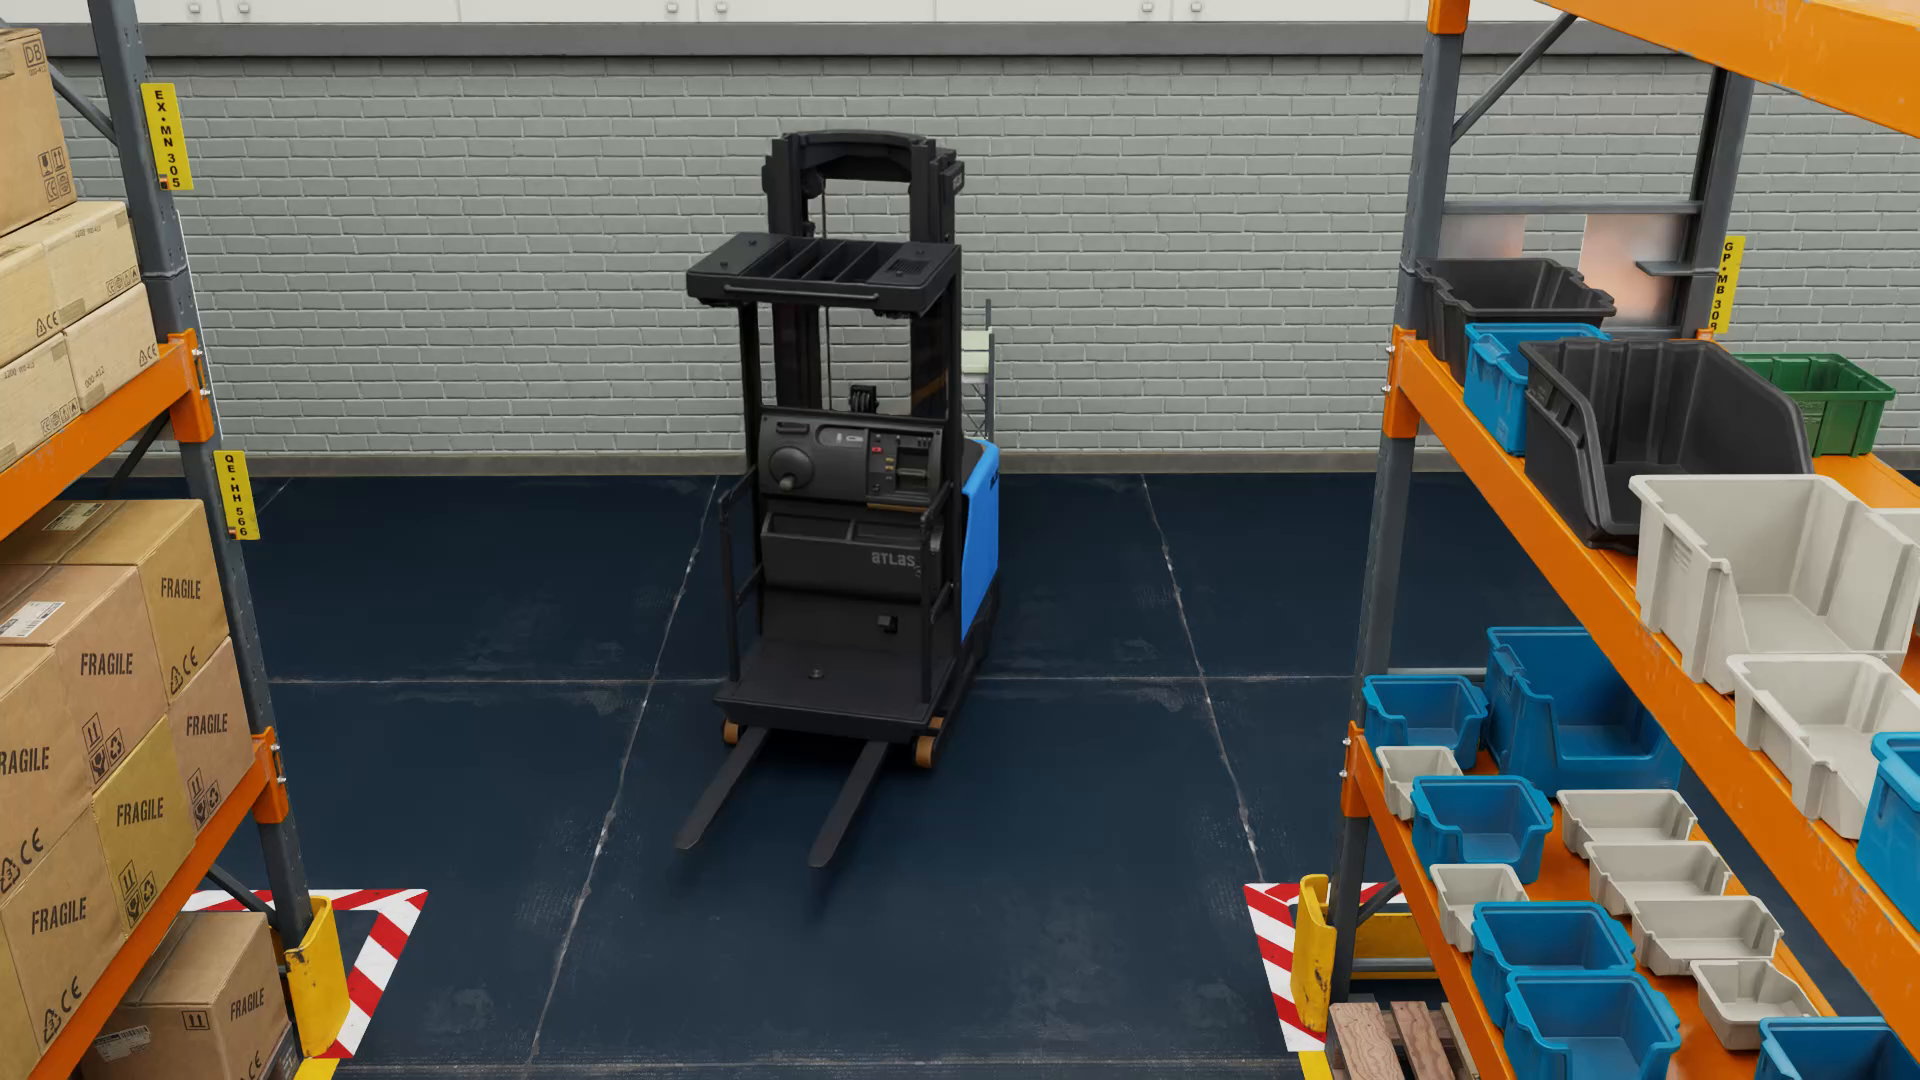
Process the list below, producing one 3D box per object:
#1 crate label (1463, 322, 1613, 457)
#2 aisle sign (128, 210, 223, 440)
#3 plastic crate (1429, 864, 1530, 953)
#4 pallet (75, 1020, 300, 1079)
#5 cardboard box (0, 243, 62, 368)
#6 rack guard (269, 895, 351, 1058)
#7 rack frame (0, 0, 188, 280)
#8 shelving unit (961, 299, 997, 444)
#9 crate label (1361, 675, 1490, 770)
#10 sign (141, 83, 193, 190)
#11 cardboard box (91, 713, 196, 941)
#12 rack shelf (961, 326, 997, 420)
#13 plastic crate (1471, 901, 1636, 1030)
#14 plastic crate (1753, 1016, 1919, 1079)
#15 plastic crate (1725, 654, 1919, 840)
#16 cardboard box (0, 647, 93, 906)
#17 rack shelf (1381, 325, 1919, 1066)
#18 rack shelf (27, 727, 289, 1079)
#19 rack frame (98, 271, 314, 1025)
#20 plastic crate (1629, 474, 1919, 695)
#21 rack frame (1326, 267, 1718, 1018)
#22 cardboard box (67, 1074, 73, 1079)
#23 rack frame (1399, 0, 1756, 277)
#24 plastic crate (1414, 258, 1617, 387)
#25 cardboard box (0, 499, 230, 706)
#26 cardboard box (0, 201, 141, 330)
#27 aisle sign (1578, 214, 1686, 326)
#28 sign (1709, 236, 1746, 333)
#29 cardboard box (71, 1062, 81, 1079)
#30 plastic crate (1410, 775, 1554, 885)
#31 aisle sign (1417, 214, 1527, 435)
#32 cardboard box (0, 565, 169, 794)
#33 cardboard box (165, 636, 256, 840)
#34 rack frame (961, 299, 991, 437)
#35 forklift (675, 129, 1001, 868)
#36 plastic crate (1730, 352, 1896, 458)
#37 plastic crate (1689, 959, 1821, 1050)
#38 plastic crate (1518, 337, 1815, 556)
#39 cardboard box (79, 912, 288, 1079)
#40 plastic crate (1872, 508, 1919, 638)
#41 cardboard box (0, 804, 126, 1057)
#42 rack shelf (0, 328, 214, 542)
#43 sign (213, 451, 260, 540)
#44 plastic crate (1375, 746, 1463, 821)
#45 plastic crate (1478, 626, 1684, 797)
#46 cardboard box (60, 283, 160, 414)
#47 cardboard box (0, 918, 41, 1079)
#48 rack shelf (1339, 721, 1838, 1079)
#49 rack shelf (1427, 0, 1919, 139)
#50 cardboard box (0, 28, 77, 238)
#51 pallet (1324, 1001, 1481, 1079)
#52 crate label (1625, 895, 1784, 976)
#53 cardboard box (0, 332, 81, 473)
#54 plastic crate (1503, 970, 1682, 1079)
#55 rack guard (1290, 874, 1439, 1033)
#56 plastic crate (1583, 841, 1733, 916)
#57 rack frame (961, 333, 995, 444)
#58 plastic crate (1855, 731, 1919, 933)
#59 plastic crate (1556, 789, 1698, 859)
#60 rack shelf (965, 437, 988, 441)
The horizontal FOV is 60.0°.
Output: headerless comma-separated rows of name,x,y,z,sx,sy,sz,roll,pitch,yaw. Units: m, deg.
crate label,1.626,-0.423,4.585,0.408,0.251,0.502,0,24,-1
aisle sign,-2.708,-0.699,5.500,0.394,0.787,0.004,0,24,-1
plastic crate,1.541,1.103,4.919,0.250,0.136,0.298,0,24,-1
pallet,-3.003,2.146,5.750,1.003,0.211,1.213,0,24,-1
cardboard box,-2.748,-0.594,4.360,0.500,0.250,0.500,0,24,-1
rack guard,-3.013,1.685,6.417,1.175,0.500,0.348,0,24,-1
rack frame,-3.014,-2.218,4.735,1.000,3.000,0.127,0,24,-1
shelving unit,0.000,-0.681,10.435,0.431,1.500,0.755,0,24,-1
crate label,1.613,0.647,5.811,0.416,0.233,0.303,0,24,-1
sign,-2.459,-1.249,5.158,0.100,0.325,0.005,0,24,-1
cardboard box,-2.728,0.867,5.072,0.500,0.500,0.500,0,24,0
rack shelf,0.000,-1.036,10.274,0.431,0.370,0.720,0,24,-1
plastic crate,1.627,1.189,4.611,0.416,0.233,0.300,0,24,-1
plastic crate,2.218,1.388,4.170,0.416,0.233,0.300,0,24,-1
plastic crate,1.588,0.374,2.964,0.293,0.136,0.466,0,24,-1
cardboard box,-2.717,0.618,4.409,0.500,0.500,0.500,0,24,1
rack shelf,1.961,0.280,3.725,1.077,0.370,4.000,0,24,-1
rack shelf,-2.992,1.667,4.297,1.077,0.370,4.000,0,24,-1
rack frame,-3.014,0.515,5.971,1.000,3.000,0.127,0,24,-1
plastic crate,1.655,0.096,3.401,0.437,0.282,0.530,0,24,-1
rack frame,1.939,0.494,6.017,1.000,3.000,0.127,0,24,-1
cardboard box,-3.286,1.999,5.493,0.500,0.250,0.500,0,24,-1
rack frame,1.939,-2.239,4.780,1.000,3.000,0.127,0,24,-1
plastic crate,1.665,-0.653,5.072,0.497,0.269,0.590,0,24,-1
cardboard box,-2.734,0.196,5.341,0.500,0.500,0.500,0,24,-1
cardboard box,-2.753,-0.800,4.815,0.500,0.250,0.500,0,24,-1
aisle sign,2.231,-0.721,5.549,0.394,0.787,0.004,0,24,-1
sign,2.489,-0.834,5.440,0.100,0.325,0.005,0,24,-1
cardboard box,-3.350,1.883,5.851,0.380,0.166,0.250,0,24,-1
plastic crate,1.620,0.918,5.211,0.416,0.233,0.300,0,24,-1
aisle sign,1.641,-0.718,5.544,0.394,0.787,0.004,0,24,-1
cardboard box,-2.728,0.404,4.881,0.500,0.500,0.500,0,24,1
cardboard box,-2.737,0.653,5.545,0.500,0.500,0.500,0,24,1
rack frame,-0.004,-0.831,10.768,0.400,1.500,0.023,0,24,-1
forklift,-0.587,-0.371,8.013,1.130,2.935,3.031,5,25,11
plastic crate,2.236,-0.371,4.546,0.450,0.188,0.336,0,24,-1
plastic crate,2.167,1.279,4.530,0.298,0.136,0.250,0,24,-1
plastic crate,1.681,-0.213,4.017,0.504,0.338,0.767,0,24,-1
cardboard box,-2.762,1.677,5.902,0.500,0.500,0.500,0,24,-1
plastic crate,2.210,0.098,3.573,0.437,0.136,0.530,0,24,-1
cardboard box,-2.728,1.072,4.618,0.500,0.500,0.500,0,24,0
rack shelf,-2.992,0.300,3.679,1.077,0.370,4.000,0,24,-1
sign,-2.459,-0.151,5.654,0.100,0.325,0.005,0,24,-1
plastic crate,1.533,0.823,5.537,0.250,0.136,0.298,0,24,-1
plastic crate,2.130,0.588,5.694,0.616,0.435,0.499,0,24,-1
cardboard box,-2.745,-0.573,4.918,0.500,0.250,0.500,0,24,-1
cardboard box,-2.722,1.280,4.159,0.500,0.500,0.500,-1,24,-1
rack shelf,1.961,1.646,4.343,1.077,0.370,4.000,0,24,-1
rack shelf,1.961,-0.905,3.189,1.077,0.370,4.000,0,24,-1
cardboard box,-2.992,-1.141,4.658,0.700,0.500,0.500,0,24,-1
pallet,1.909,2.105,5.840,1.003,0.211,1.213,0,24,-1
crate label,2.145,1.157,4.800,0.396,0.136,0.243,0,24,-1
cardboard box,-2.750,-0.367,4.463,0.500,0.250,0.500,0,24,-1
plastic crate,1.630,1.313,4.338,0.416,0.233,0.300,0,24,-1
rack guard,1.926,1.624,6.554,1.175,0.500,0.348,0,24,-1
plastic crate,2.118,1.042,5.053,0.396,0.136,0.243,0,24,-1
rack frame,0.004,-0.530,10.101,0.400,1.500,0.023,0,24,-1
plastic crate,1.654,0.479,2.615,0.416,0.233,0.300,0,24,-1
plastic crate,2.129,0.922,5.318,0.396,0.136,0.243,0,24,-1
rack shelf,0.000,-0.384,10.569,0.431,0.370,0.720,0,24,-1
